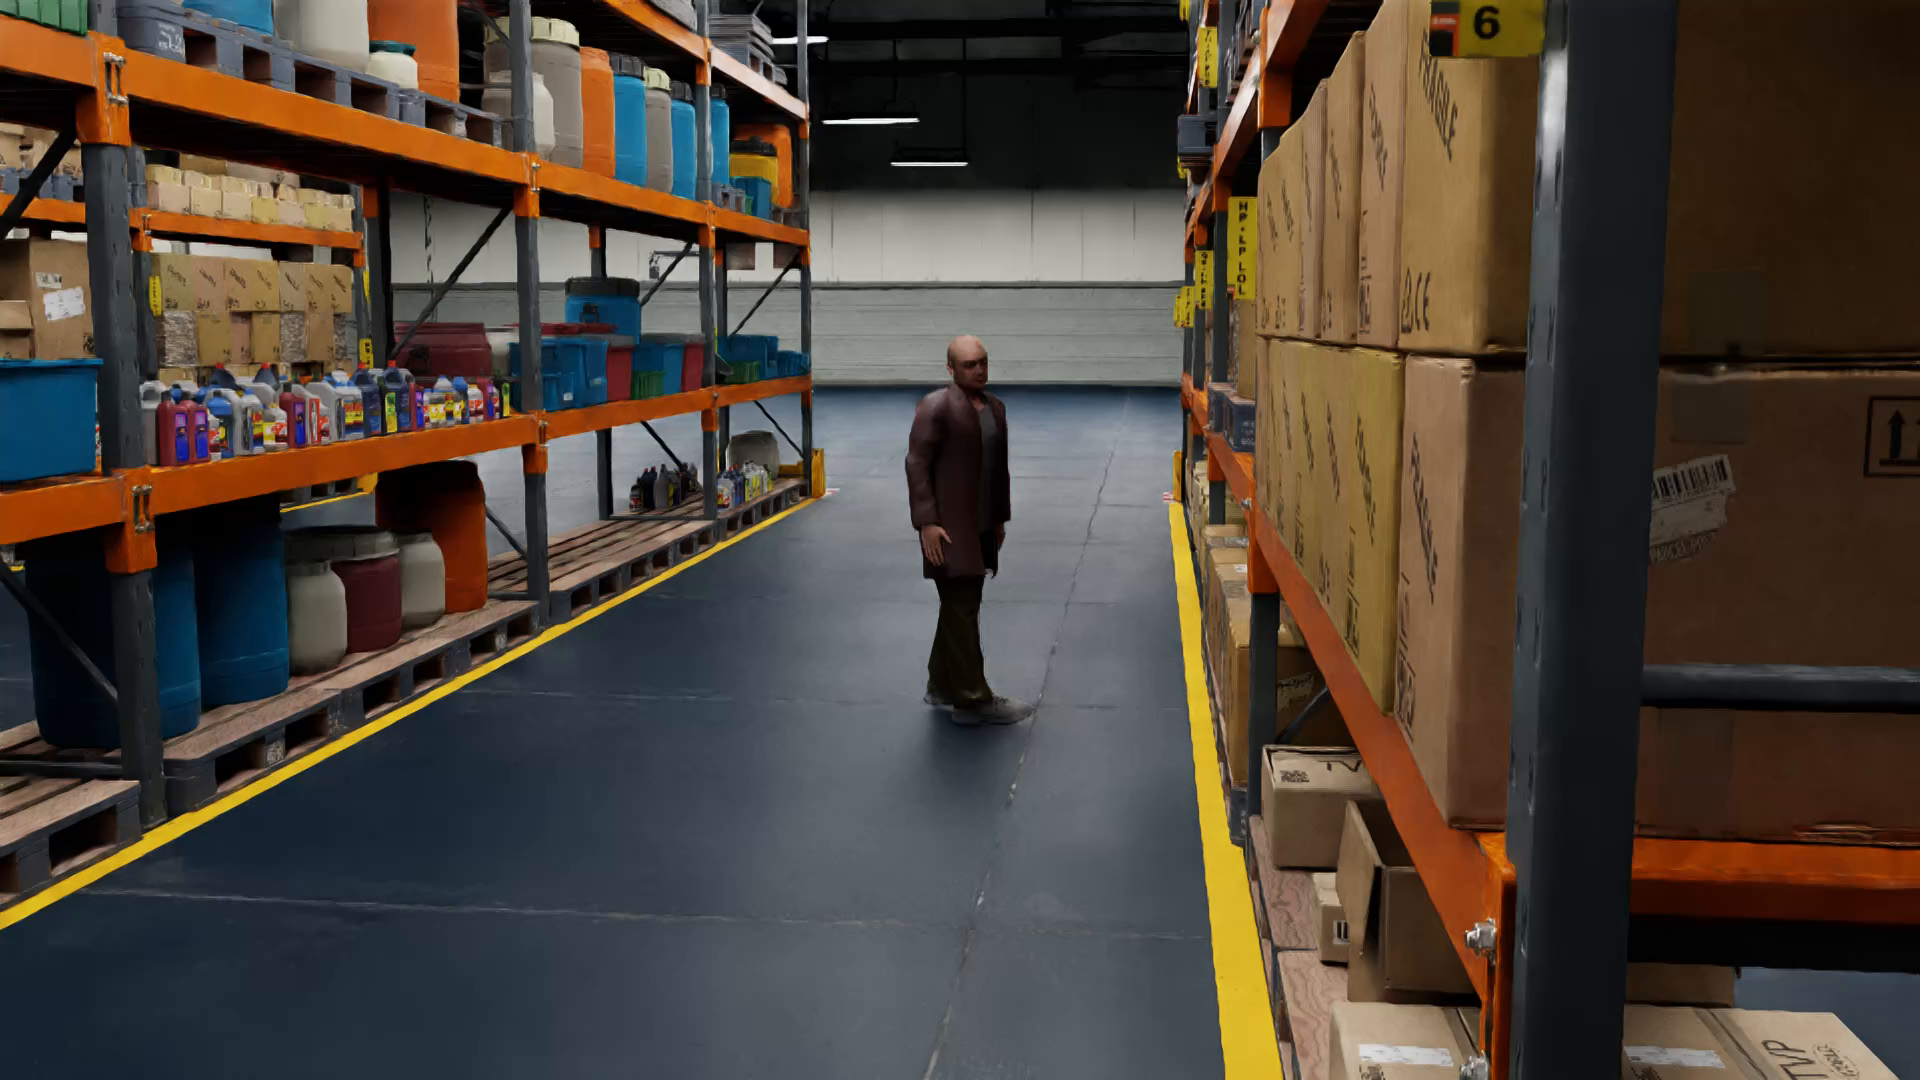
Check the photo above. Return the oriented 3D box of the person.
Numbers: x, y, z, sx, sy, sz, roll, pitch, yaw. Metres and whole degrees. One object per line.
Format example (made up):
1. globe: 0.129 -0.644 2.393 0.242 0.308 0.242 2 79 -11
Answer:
1. person: 0.045 0.001 7.649 0.645 1.676 0.677 5 9 35
